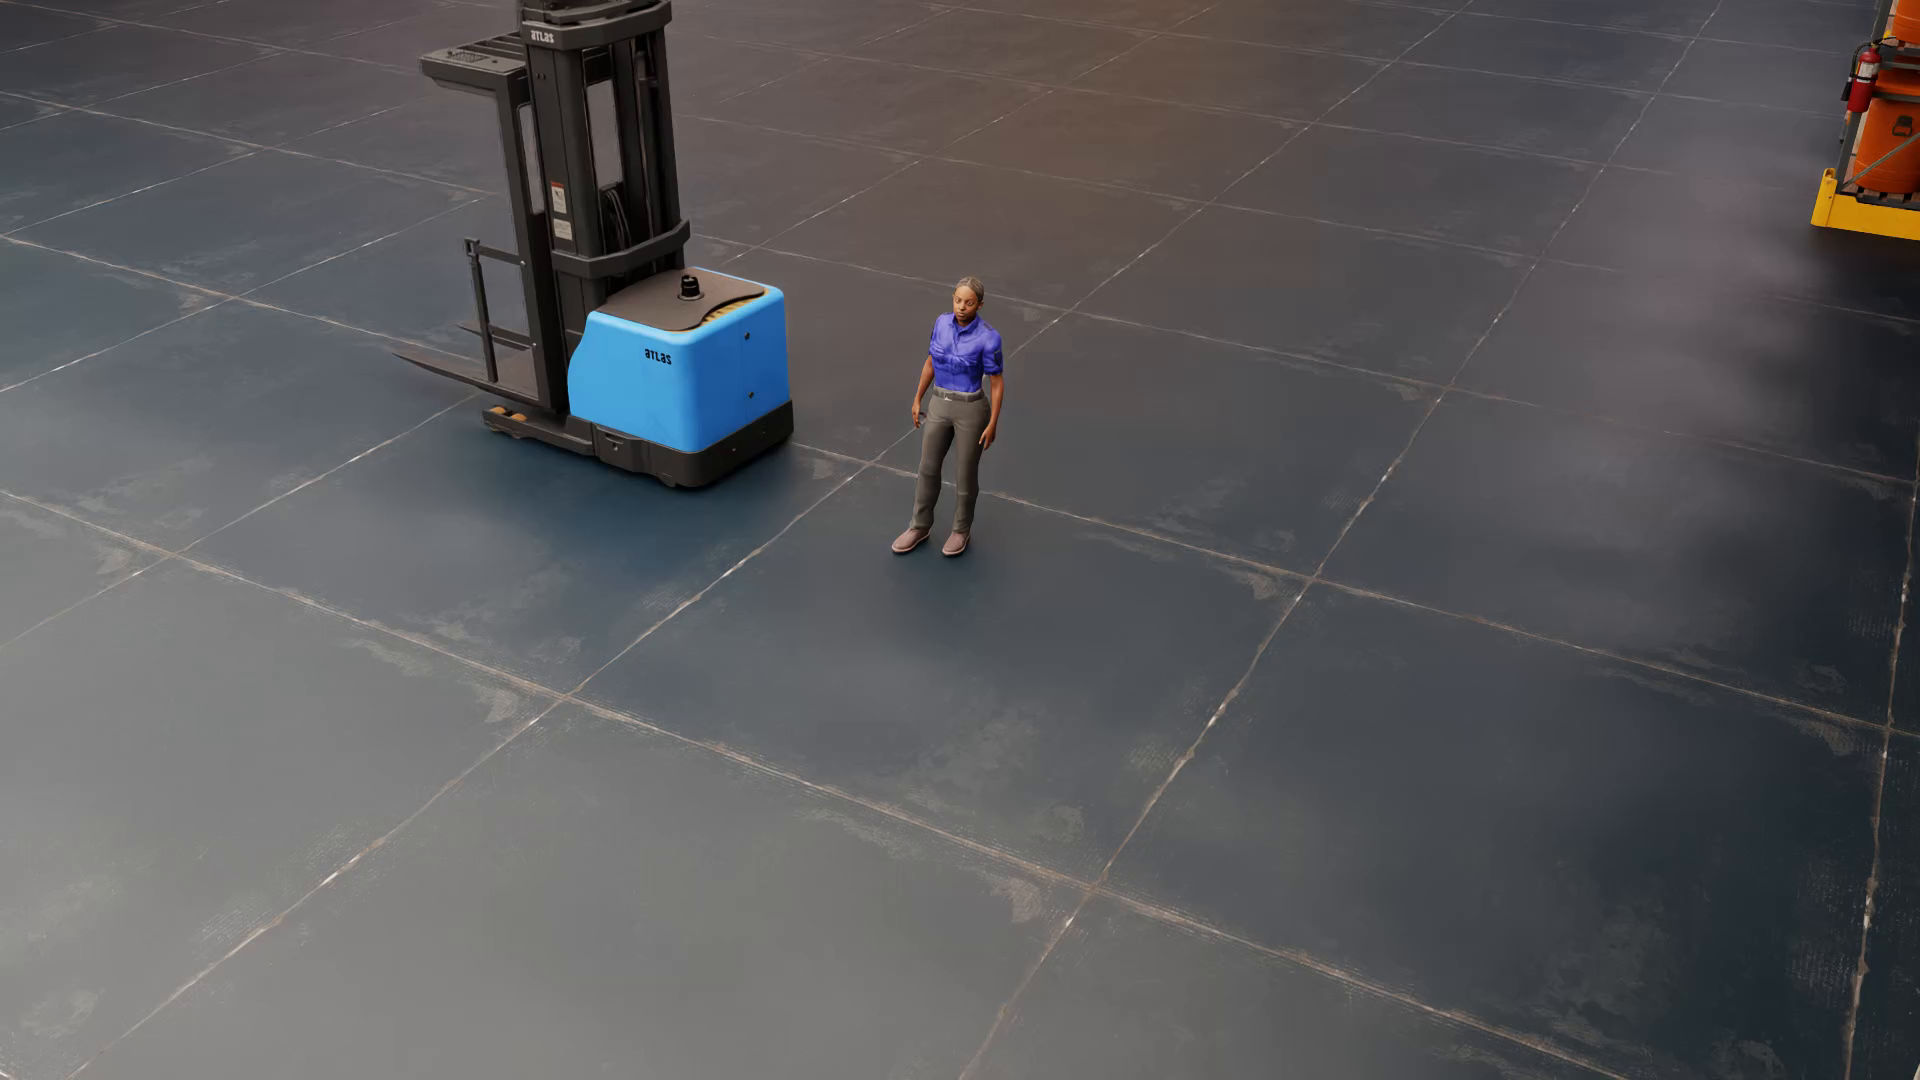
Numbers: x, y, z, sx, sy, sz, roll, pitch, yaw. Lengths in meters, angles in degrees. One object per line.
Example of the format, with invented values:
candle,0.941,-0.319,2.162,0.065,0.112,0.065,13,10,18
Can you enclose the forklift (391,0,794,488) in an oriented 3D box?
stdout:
forklift,-2.625,-2.152,10.799,3.031,2.935,1.130,18,35,28

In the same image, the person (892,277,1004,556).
person,-0.060,-0.689,9.528,0.569,1.654,0.504,15,33,25
